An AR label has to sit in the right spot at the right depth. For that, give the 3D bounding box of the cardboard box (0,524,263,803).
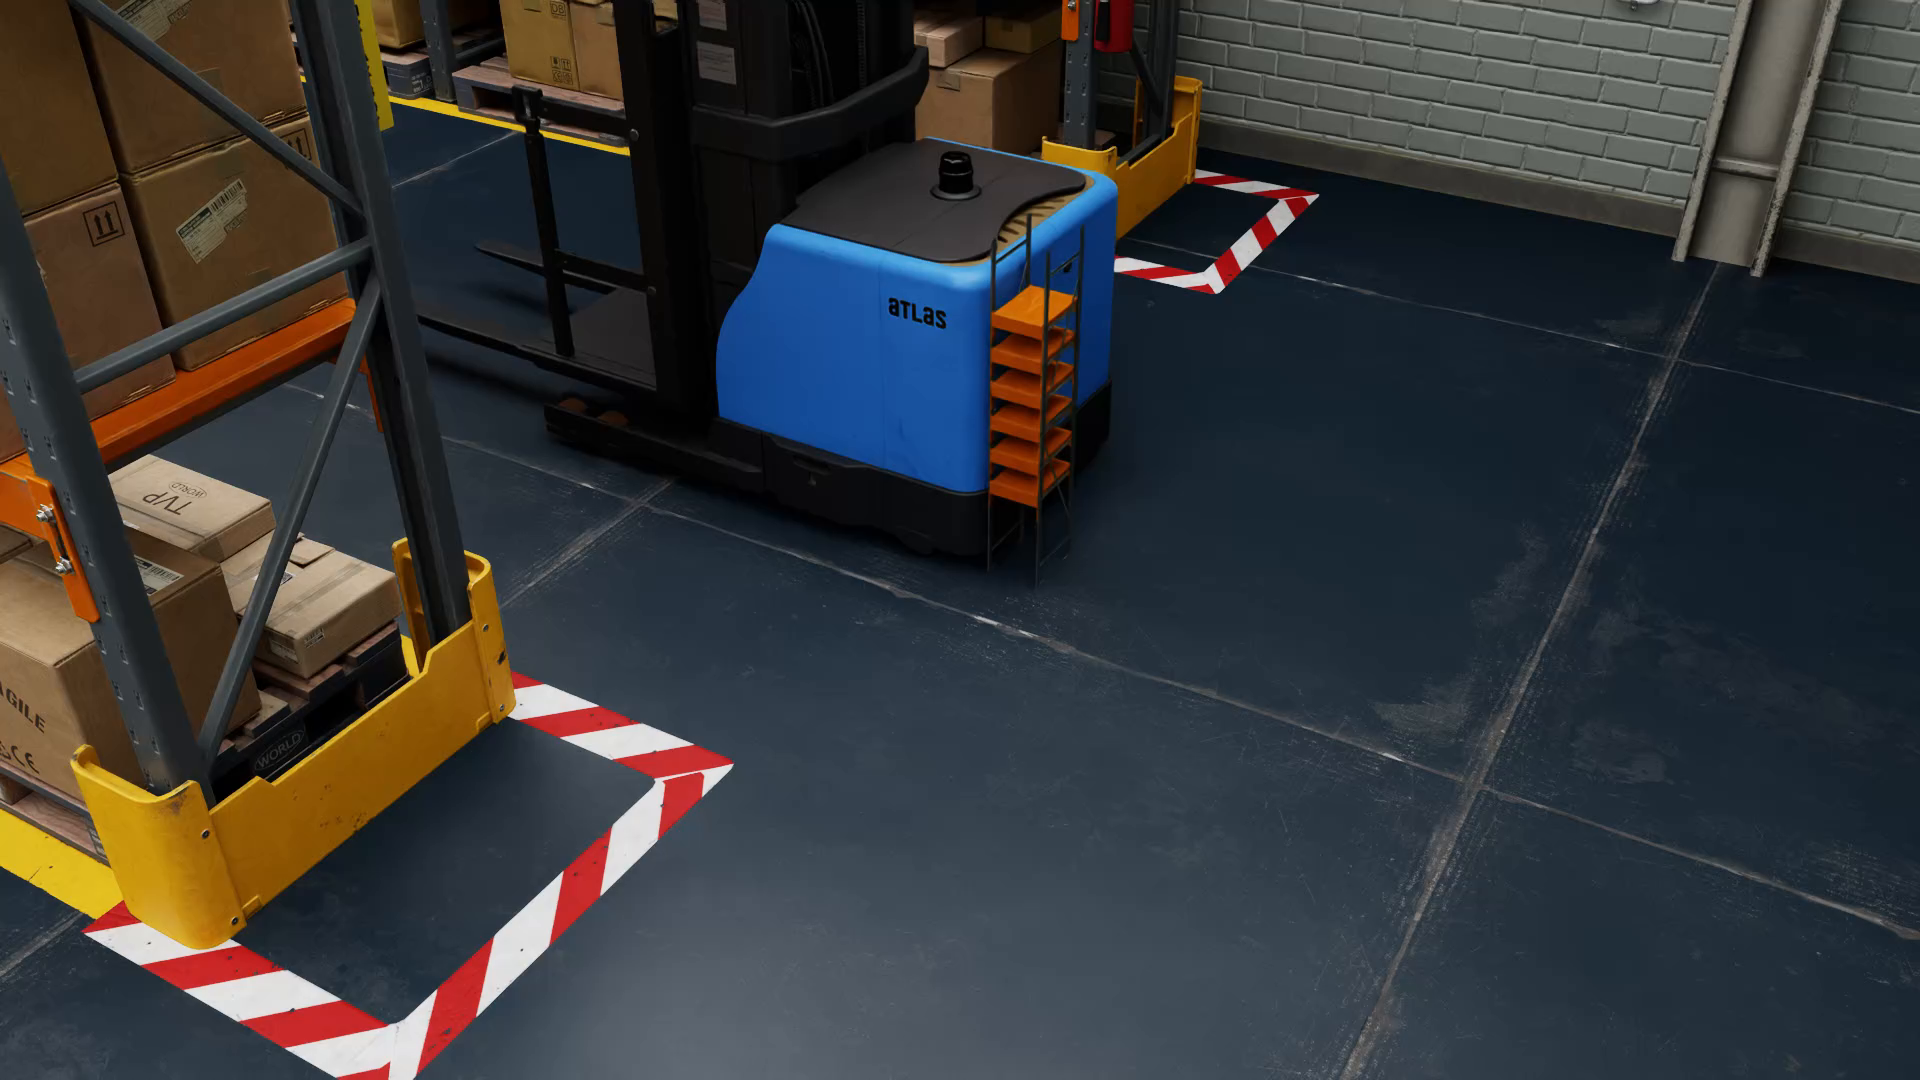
[{"bbox_3d":[-2.280,0.318,4.425,0.500,0.500,0.500,18,37,24],"label":"cardboard box"}]

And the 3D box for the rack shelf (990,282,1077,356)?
[{"bbox_3d":[0.235,-0.683,5.124,0.180,0.103,0.258,18,38,25],"label":"rack shelf"}]

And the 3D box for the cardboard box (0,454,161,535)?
[{"bbox_3d":[-2.885,-0.108,5.290,0.500,0.250,0.500,18,37,24],"label":"cardboard box"}]

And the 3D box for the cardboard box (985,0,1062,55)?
[{"bbox_3d":[0.320,-2.504,8.095,0.250,0.149,0.380,18,38,25],"label":"cardboard box"}]

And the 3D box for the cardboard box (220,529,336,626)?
[{"bbox_3d":[-2.095,0.139,4.995,0.250,0.166,0.380,18,37,24],"label":"cardboard box"}]

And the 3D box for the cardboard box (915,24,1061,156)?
[{"bbox_3d":[0.112,-2.172,8.182,0.500,0.500,0.700,18,37,24],"label":"cardboard box"}]

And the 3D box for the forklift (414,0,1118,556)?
[{"bbox_3d":[-0.972,-1.764,5.755,3.031,2.935,1.130,18,38,25],"label":"forklift"}]

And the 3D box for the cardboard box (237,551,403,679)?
[{"bbox_3d":[-1.878,0.215,4.897,0.250,0.149,0.380,18,37,24],"label":"cardboard box"}]

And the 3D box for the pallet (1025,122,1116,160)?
[{"bbox_3d":[0.036,-1.915,8.435,1.213,0.211,1.003,18,37,24],"label":"pallet"}]

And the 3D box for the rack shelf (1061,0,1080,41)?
[{"bbox_3d":[-0.967,-3.144,8.414,4.000,0.370,1.077,18,37,24],"label":"rack shelf"}]

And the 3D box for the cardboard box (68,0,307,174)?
[{"bbox_3d":[-1.940,-1.215,3.876,0.500,0.500,0.500,19,38,26],"label":"cardboard box"}]

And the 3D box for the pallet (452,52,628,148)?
[{"bbox_3d":[-2.082,-2.586,9.443,1.213,0.211,1.003,18,37,24],"label":"pallet"}]

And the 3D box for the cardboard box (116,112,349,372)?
[{"bbox_3d":[-1.940,-0.799,4.153,0.500,0.500,0.500,18,38,25],"label":"cardboard box"}]

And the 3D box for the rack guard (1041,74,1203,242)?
[{"bbox_3d":[0.790,-1.846,8.071,0.348,0.500,1.175,18,37,24],"label":"rack guard"}]

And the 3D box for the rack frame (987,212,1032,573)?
[{"bbox_3d":[0.156,-0.446,5.338,0.006,1.200,0.240,18,38,25],"label":"rack frame"}]

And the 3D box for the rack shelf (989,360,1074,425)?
[{"bbox_3d":[0.235,-0.483,5.257,0.180,0.103,0.258,18,38,25],"label":"rack shelf"}]

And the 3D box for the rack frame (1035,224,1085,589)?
[{"bbox_3d":[0.313,-0.394,5.260,0.006,1.200,0.240,18,38,25],"label":"rack frame"}]

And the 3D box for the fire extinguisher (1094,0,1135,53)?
[{"bbox_3d":[0.671,-2.442,7.117,0.183,0.674,0.296,18,37,24],"label":"fire extinguisher"}]

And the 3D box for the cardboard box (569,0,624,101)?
[{"bbox_3d":[-1.671,-2.733,9.024,0.500,0.500,0.700,17,37,24],"label":"cardboard box"}]

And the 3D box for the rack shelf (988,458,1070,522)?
[{"bbox_3d":[0.235,-0.184,5.456,0.180,0.103,0.258,18,38,25],"label":"rack shelf"}]

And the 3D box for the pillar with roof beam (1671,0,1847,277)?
[{"bbox_3d":[1.407,-2.992,2.125,0.400,9.000,9.100,18,37,24],"label":"pillar with roof beam"}]

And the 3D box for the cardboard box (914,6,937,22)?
[{"bbox_3d":[-0.312,-2.459,8.028,0.250,0.149,0.380,19,38,26],"label":"cardboard box"}]

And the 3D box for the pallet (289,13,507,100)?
[{"bbox_3d":[-3.411,-3.009,10.077,1.213,0.211,1.003,18,37,24],"label":"pallet"}]

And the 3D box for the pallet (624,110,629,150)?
[{"bbox_3d":[-1.019,-2.251,8.940,1.213,0.211,1.003,18,37,24],"label":"pallet"}]

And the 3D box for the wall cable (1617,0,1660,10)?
[{"bbox_3d":[2.350,-3.419,7.262,1.851,1.984,0.084,18,37,24],"label":"wall cable"}]

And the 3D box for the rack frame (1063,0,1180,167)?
[{"bbox_3d":[0.769,-2.893,7.388,0.127,3.000,1.000,18,37,24],"label":"rack frame"}]

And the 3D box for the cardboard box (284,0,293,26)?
[{"bbox_3d":[-4.106,-3.632,10.059,0.750,0.750,0.750,19,38,26],"label":"cardboard box"}]

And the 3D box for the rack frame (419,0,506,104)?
[{"bbox_3d":[-2.703,-3.993,9.040,0.127,3.000,1.000,18,37,24],"label":"rack frame"}]

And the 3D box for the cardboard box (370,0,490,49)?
[{"bbox_3d":[-3.332,-3.389,9.694,0.750,0.750,0.750,18,38,25],"label":"cardboard box"}]

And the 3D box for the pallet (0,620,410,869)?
[{"bbox_3d":[-2.444,0.413,4.940,1.213,0.211,1.003,18,37,24],"label":"pallet"}]

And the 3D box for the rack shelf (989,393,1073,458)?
[{"bbox_3d":[0.235,-0.383,5.323,0.180,0.103,0.258,18,38,25],"label":"rack shelf"}]

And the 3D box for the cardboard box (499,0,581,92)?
[{"bbox_3d":[-2.105,-2.873,9.234,0.500,0.500,0.700,18,38,25],"label":"cardboard box"}]

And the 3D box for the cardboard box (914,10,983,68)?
[{"bbox_3d":[-0.090,-2.390,7.923,0.250,0.149,0.380,17,37,24],"label":"cardboard box"}]

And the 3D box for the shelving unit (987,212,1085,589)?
[{"bbox_3d":[0.235,-0.420,5.299,0.189,1.200,0.258,18,38,25],"label":"shelving unit"}]

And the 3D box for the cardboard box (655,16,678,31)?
[{"bbox_3d":[-1.226,-2.591,8.810,0.500,0.500,0.700,18,38,25],"label":"cardboard box"}]

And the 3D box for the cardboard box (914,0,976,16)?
[{"bbox_3d":[-0.120,-2.643,8.303,0.250,0.149,0.380,18,38,25],"label":"cardboard box"}]

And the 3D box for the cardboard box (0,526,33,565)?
[{"bbox_3d":[-3.089,0.146,4.908,0.500,0.250,0.500,18,37,24],"label":"cardboard box"}]

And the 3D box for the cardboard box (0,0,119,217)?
[{"bbox_3d":[-2.208,-0.956,3.487,0.500,0.500,0.500,17,37,24],"label":"cardboard box"}]

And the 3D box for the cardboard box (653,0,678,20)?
[{"bbox_3d":[-1.445,-2.817,8.565,0.250,0.149,0.380,16,37,23],"label":"cardboard box"}]

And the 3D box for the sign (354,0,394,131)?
[{"bbox_3d":[-1.416,-1.130,3.959,0.005,0.325,0.100,18,37,24],"label":"sign"}]

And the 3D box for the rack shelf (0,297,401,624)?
[{"bbox_3d":[-3.422,-0.759,4.832,4.000,0.370,1.077,18,37,24],"label":"rack shelf"}]

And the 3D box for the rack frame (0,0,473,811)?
[{"bbox_3d":[-1.685,-0.508,3.807,0.127,3.000,1.000,18,37,24],"label":"rack frame"}]

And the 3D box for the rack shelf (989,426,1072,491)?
[{"bbox_3d":[0.235,-0.284,5.390,0.180,0.103,0.258,18,38,25],"label":"rack shelf"}]

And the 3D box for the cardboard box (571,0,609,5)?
[{"bbox_3d":[-1.898,-2.961,8.781,0.250,0.149,0.380,19,38,26],"label":"cardboard box"}]

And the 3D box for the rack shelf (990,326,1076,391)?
[{"bbox_3d":[0.235,-0.583,5.190,0.180,0.103,0.258,18,38,25],"label":"rack shelf"}]

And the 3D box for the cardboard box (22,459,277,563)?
[{"bbox_3d":[-2.451,0.029,5.083,0.500,0.250,0.500,18,37,24],"label":"cardboard box"}]

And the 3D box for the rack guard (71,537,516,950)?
[{"bbox_3d":[-1.751,0.511,4.531,0.348,0.500,1.175,18,37,24],"label":"rack guard"}]

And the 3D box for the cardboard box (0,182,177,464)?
[{"bbox_3d":[-2.209,-0.542,3.768,0.500,0.500,0.500,19,38,26],"label":"cardboard box"}]
